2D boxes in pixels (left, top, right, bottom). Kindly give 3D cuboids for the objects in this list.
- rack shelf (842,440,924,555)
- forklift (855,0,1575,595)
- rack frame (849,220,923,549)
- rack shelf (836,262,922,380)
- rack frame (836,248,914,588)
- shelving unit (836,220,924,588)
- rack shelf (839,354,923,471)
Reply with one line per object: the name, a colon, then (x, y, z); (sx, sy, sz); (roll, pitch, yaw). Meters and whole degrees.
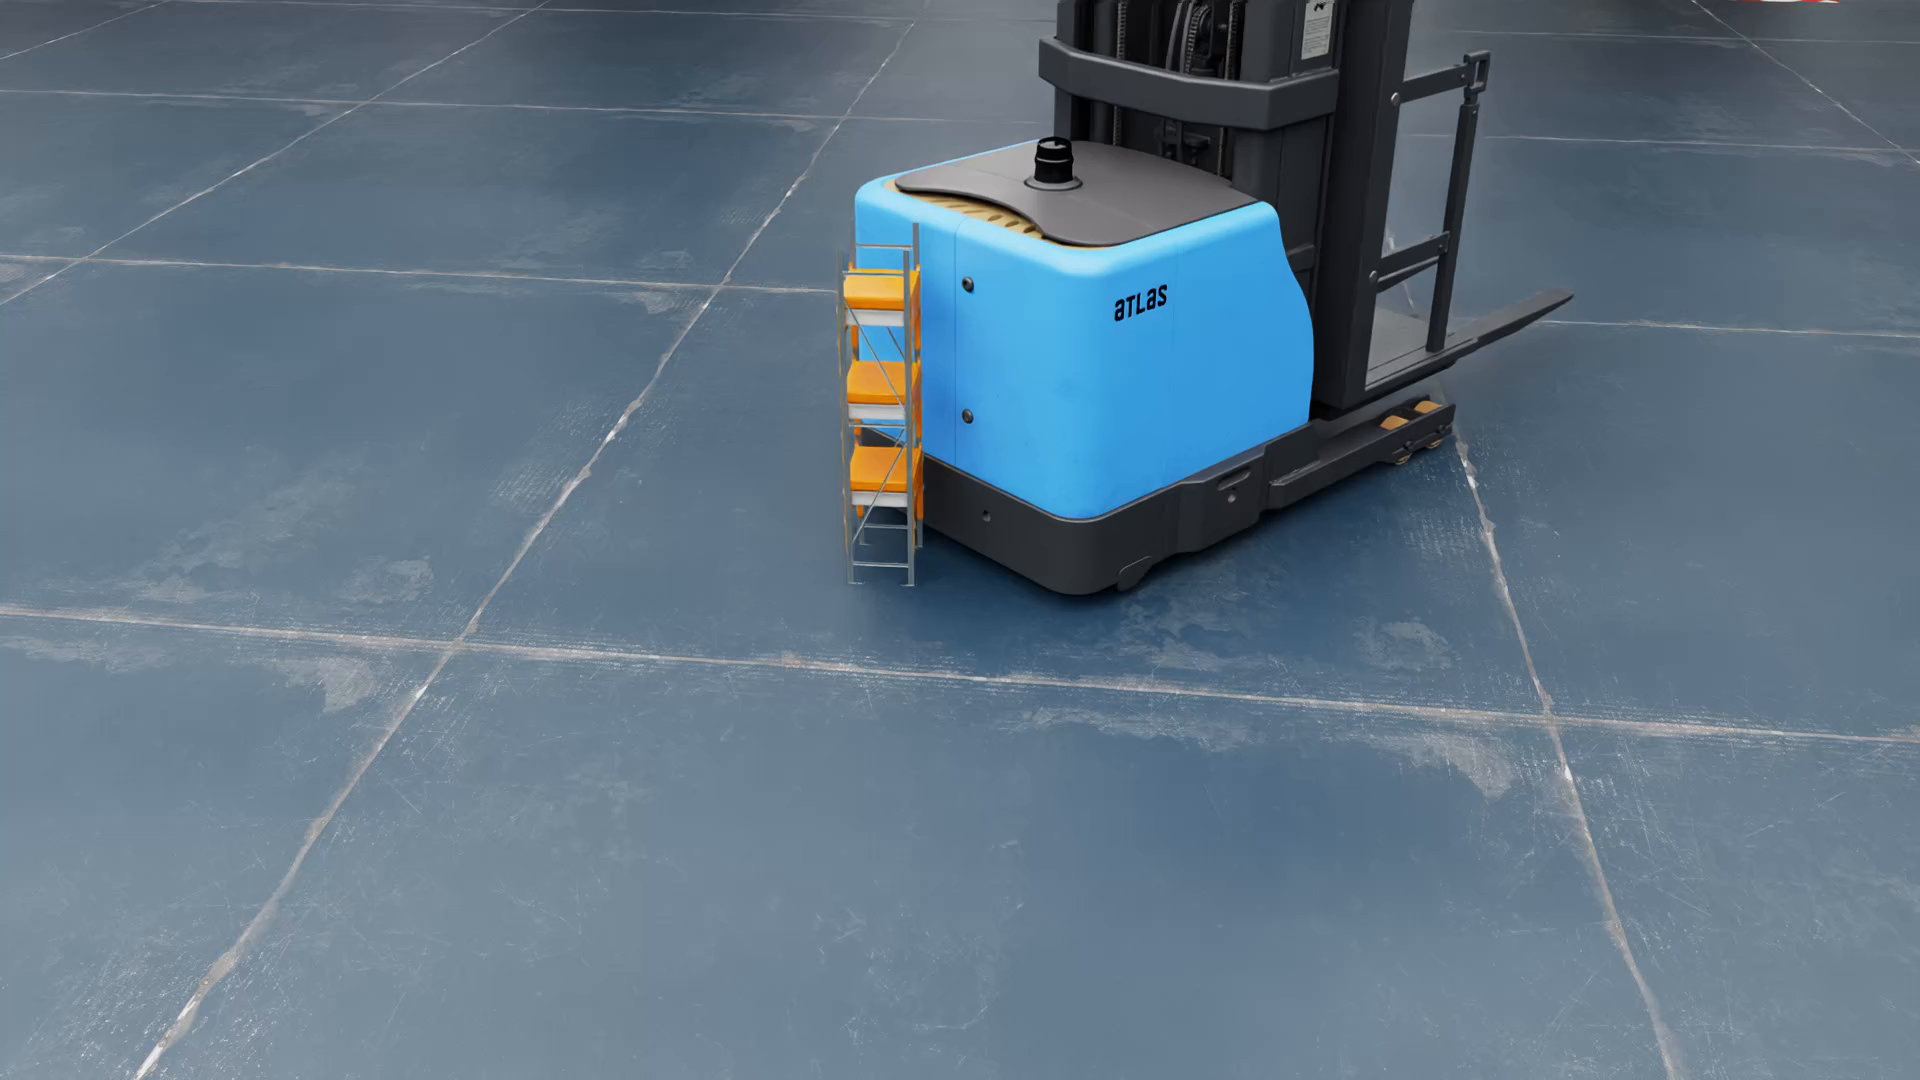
rack shelf: (-0.226, -0.129, 4.990); (0.215, 0.259, 0.240); (2, 28, 4)
forklift: (1.099, -1.713, 5.340); (3.031, 2.935, 1.130); (-23, 36, -36)
rack frame: (-0.216, -0.440, 4.960); (0.200, 1.050, 0.008); (2, 28, 4)
rack shelf: (-0.226, -0.623, 4.724); (0.215, 0.259, 0.240); (2, 28, 4)
rack frame: (-0.237, -0.325, 4.746); (0.200, 1.050, 0.008); (2, 28, 4)
shelving unit: (-0.226, -0.383, 4.853); (0.215, 1.050, 0.252); (2, 28, 4)
rack shelf: (-0.226, -0.373, 4.858); (0.215, 0.259, 0.240); (2, 28, 4)
